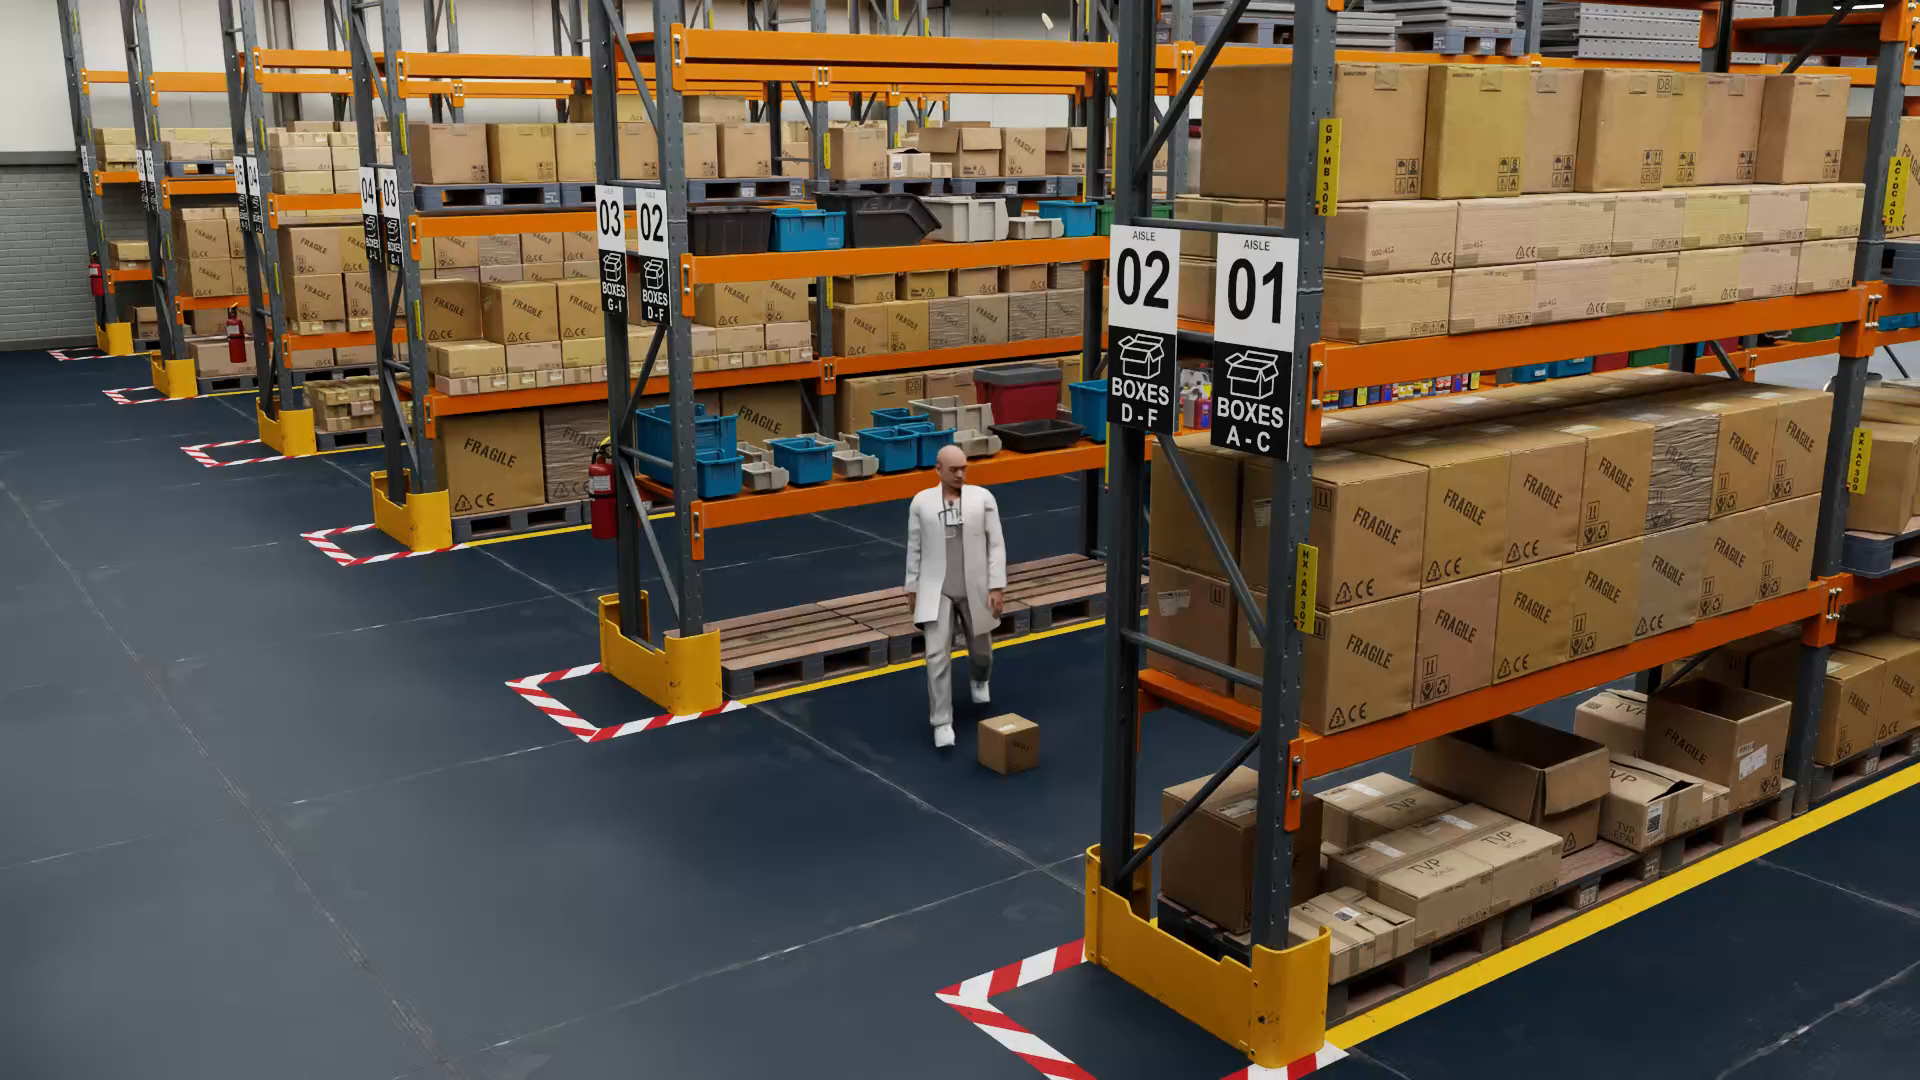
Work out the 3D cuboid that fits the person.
[{"bbox_3d":[-0.025,0.295,9.926,0.615,1.713,1.062,0,14,-2],"label":"person"}]
